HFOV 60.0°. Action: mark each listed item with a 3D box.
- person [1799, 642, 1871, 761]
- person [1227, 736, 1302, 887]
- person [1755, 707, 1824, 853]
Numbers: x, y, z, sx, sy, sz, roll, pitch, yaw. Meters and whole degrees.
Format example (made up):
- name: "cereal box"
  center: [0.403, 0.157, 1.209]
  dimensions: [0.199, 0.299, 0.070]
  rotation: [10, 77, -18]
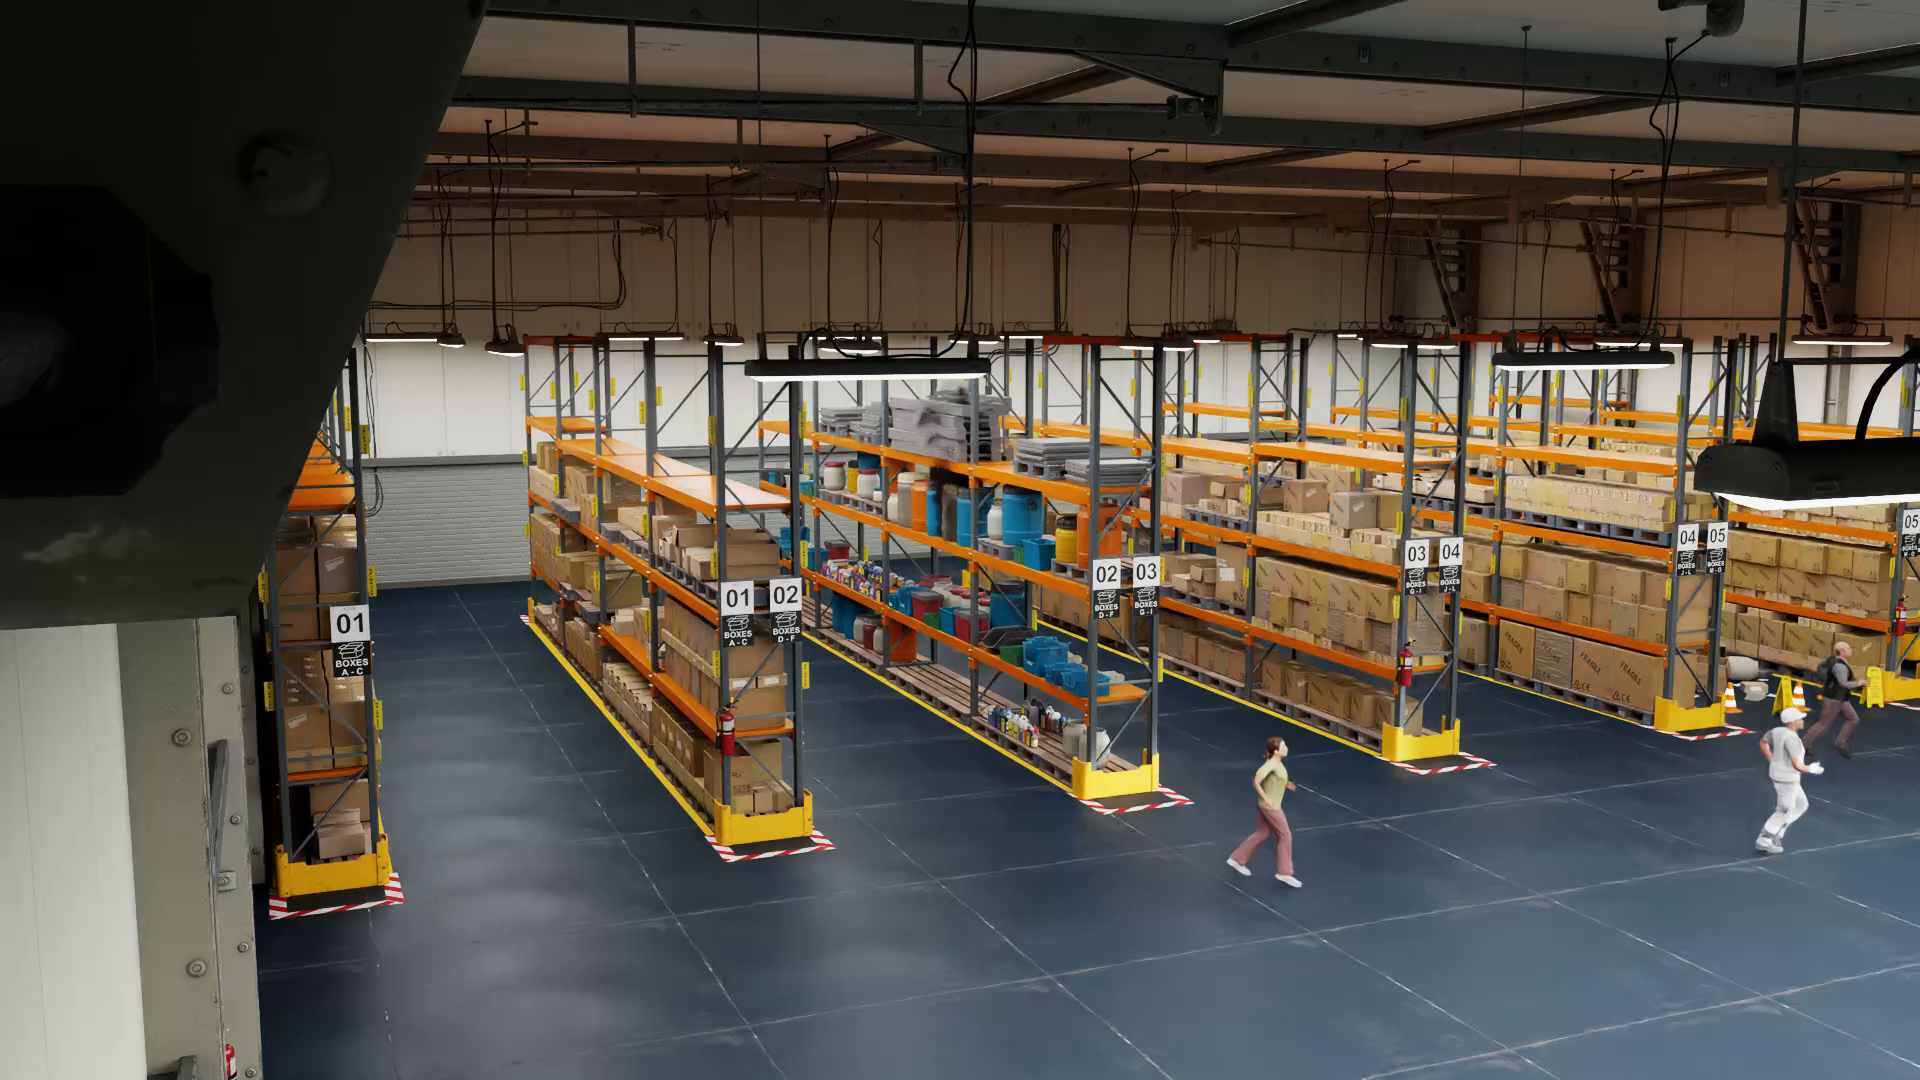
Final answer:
- name: "person"
  center: [12.547, 2.317, 23.882]
  dimensions: [0.887, 1.759, 0.663]
  rotation: [3, 8, 24]
- name: "person"
  center: [3.433, 3.023, 18.687]
  dimensions: [0.840, 1.702, 0.572]
  rotation: [1, 8, 7]
- name: "person"
  center: [9.819, 2.851, 19.685]
  dimensions: [0.676, 1.785, 0.686]
  rotation: [2, 8, 12]
